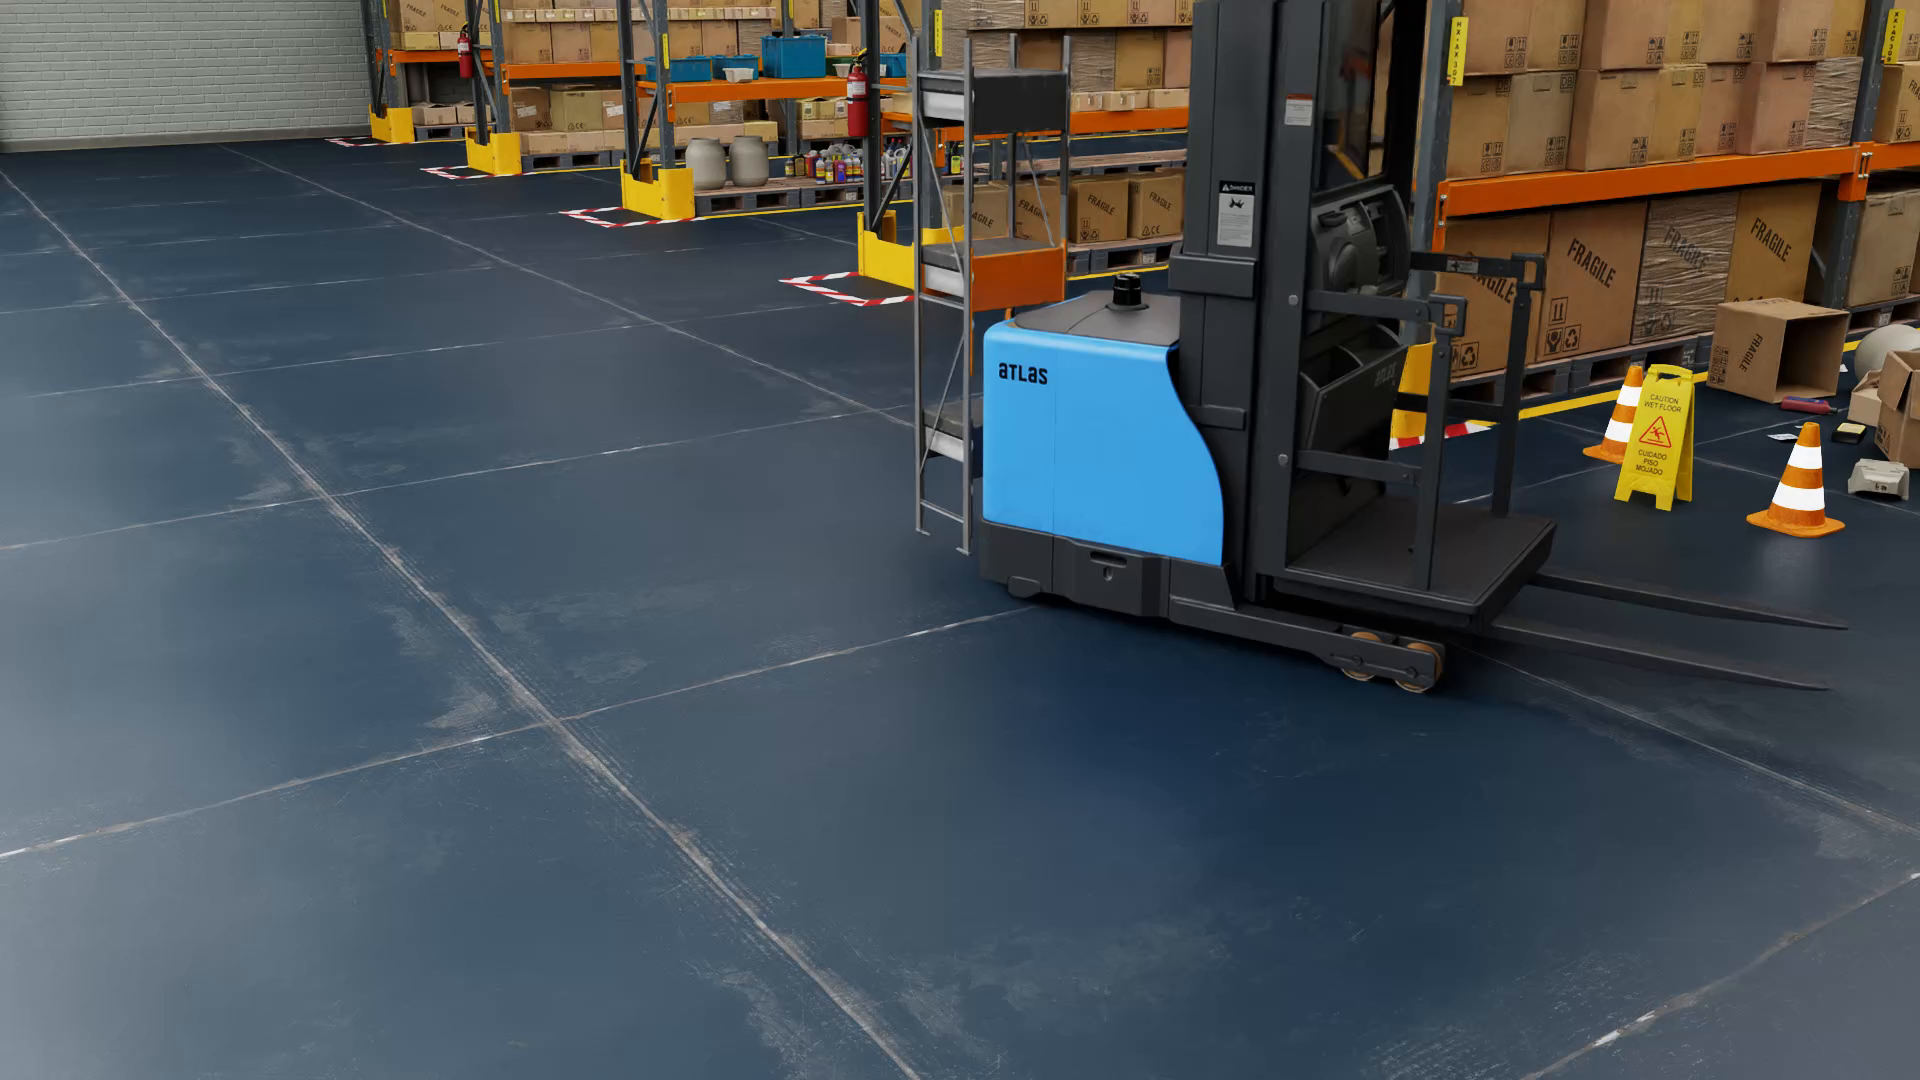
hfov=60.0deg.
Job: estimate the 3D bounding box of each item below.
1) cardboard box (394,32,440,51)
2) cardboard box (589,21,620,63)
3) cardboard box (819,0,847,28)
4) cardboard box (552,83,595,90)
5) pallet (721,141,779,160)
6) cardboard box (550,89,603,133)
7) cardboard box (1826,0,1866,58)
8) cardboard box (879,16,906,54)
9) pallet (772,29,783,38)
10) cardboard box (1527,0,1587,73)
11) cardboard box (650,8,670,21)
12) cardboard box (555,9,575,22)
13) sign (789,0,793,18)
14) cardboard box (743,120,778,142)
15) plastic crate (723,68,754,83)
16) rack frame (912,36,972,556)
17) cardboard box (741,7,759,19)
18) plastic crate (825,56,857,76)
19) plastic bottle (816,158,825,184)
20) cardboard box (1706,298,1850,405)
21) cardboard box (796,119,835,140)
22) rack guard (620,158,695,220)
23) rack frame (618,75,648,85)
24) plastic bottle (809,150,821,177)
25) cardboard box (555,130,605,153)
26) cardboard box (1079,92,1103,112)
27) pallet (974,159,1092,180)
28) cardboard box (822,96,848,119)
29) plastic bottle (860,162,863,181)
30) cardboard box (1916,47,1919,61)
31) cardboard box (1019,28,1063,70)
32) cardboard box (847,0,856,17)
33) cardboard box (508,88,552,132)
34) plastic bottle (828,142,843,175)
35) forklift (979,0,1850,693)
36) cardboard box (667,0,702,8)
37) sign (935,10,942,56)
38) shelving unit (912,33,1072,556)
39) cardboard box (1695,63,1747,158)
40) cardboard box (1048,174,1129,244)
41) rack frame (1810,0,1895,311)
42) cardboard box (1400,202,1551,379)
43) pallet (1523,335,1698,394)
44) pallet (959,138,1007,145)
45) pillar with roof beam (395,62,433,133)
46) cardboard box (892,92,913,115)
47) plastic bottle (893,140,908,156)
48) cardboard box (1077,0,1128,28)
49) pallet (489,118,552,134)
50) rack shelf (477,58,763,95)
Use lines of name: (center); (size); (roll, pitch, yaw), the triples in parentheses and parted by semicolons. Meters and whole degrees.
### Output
cardboard box: (-8.051, -7.400, 24.654); (0.500, 0.250, 0.500); (-13, 22, -33)
cardboard box: (-4.655, -6.442, 21.461); (0.500, 0.500, 0.700); (-12, 22, -31)
cardboard box: (-2.339, -9.040, 28.459); (0.500, 0.500, 0.700); (-15, 24, -38)
cardboard box: (-6.137, -6.996, 26.471); (0.500, 0.500, 0.500); (-14, 23, -35)
pallet: (-3.252, -5.391, 22.862); (1.213, 0.211, 1.003); (-12, 22, -31)
cardboard box: (-4.919, -5.512, 21.331); (0.500, 0.500, 0.500); (-12, 22, -31)
cardboard box: (5.197, -3.373, 10.618); (0.550, 0.550, 0.875); (-12, 22, -31)
cardboard box: (-1.056, -7.200, 23.703); (0.500, 0.500, 0.500); (-12, 22, -31)
pallet: (-3.582, -8.419, 27.765); (1.213, 0.211, 1.003); (-12, 22, -31)
cardboard box: (2.923, -2.901, 9.221); (0.550, 0.550, 0.875); (-12, 22, -31)
cardboard box: (-3.955, -6.820, 21.564); (0.250, 0.149, 0.380); (-11, 22, -30)
cardboard box: (-5.031, -6.593, 20.895); (0.250, 0.149, 0.380); (-12, 22, -31)
sign: (-2.258, -7.140, 22.207); (0.005, 0.325, 0.100); (-12, 22, -31)
cardboard box: (-2.832, -5.597, 22.755); (0.500, 0.250, 0.500); (-12, 22, -31)
plastic crate: (-2.260, -4.758, 17.045); (0.250, 0.136, 0.298); (-12, 22, -31)
rack frame: (-0.074, -0.981, 6.867); (0.015, 2.100, 0.400); (-12, 22, -33)
cardboard box: (-2.882, -7.047, 22.238); (0.250, 0.149, 0.380); (-12, 22, -33)
plastic crate: (-1.133, -5.251, 18.426); (0.662, 0.188, 0.450); (-12, 22, -31)
plastic bottle: (-1.499, -3.963, 17.856); (0.097, 0.271, 0.097); (0, 19, 0)
cardboard box: (4.792, -1.115, 9.759); (0.500, 0.500, 0.500); (-8, 20, -22)
cardboard box: (-2.092, -5.742, 23.184); (0.500, 0.250, 0.500); (-13, 22, -33)
rack guard: (-3.147, -3.653, 17.269); (0.348, 0.500, 1.175); (-12, 22, -31)
rack frame: (-5.292, -8.165, 26.714); (0.127, 3.000, 1.000); (-12, 22, -31)
plastic bottle: (-1.607, -4.182, 18.486); (0.133, 0.283, 0.061); (-12, 22, -31)
cardboard box: (-4.920, -5.157, 21.452); (0.500, 0.250, 0.500); (-12, 22, -31)
cardboard box: (0.949, -3.575, 13.530); (0.250, 0.149, 0.380); (-12, 22, -31)
pallet: (0.791, -4.343, 19.762); (1.213, 0.211, 1.003); (-12, 22, -31)
cardboard box: (-1.662, -6.096, 23.355); (0.500, 0.311, 0.500); (-12, 22, -32)
plastic bottle: (-1.046, -4.025, 18.150); (0.097, 0.201, 0.097); (0, 19, 0)
cardboard box: (6.364, -3.547, 11.337); (0.500, 0.500, 0.700); (-12, 22, -32)
cardboard box: (0.366, -3.884, 13.429); (0.500, 0.500, 0.875); (-12, 22, -31)
cardboard box: (-1.702, -9.221, 29.186); (0.500, 0.500, 0.500); (-12, 22, -31)
cardboard box: (-5.621, -5.562, 21.480); (0.500, 0.500, 0.500); (-12, 22, -31)
plastic bottle: (-1.414, -4.297, 18.720); (0.185, 0.351, 0.144); (-11, 22, -29)
forklift: (1.596, -1.060, 5.804); (3.031, 2.935, 1.130); (11, 22, 30)
cardboard box: (-3.772, -7.246, 21.812); (0.500, 0.500, 0.700); (-12, 22, -31)
sign: (-0.162, -3.751, 12.305); (0.005, 0.325, 0.100); (-12, 22, -31)
shelving unit: (0.127, -1.025, 6.999); (0.503, 2.100, 0.431); (-12, 22, -33)
cardboard box: (4.260, -2.682, 10.262); (0.550, 0.550, 0.875); (-12, 22, -31)
cardboard box: (1.084, -2.826, 14.168); (0.500, 0.500, 0.500); (-10, 21, -26)
rack frame: (5.524, -2.846, 10.980); (0.127, 3.000, 1.000); (-12, 22, -31)
cardboard box: (2.713, -1.471, 9.575); (0.875, 0.875, 0.875); (-12, 22, -31)
pallet: (3.826, -1.196, 10.453); (1.213, 0.211, 1.003); (-12, 22, -31)
pallet: (0.067, -6.090, 24.929); (1.213, 0.211, 1.003); (-12, 22, -31)
pillar with roof beam: (-6.156, -9.506, 21.312); (0.400, 9.000, 9.100); (-12, 22, -31)
cardboard box: (-0.336, -3.473, 13.225); (0.250, 0.149, 0.380); (-12, 22, -31)
plastic bottle: (-0.667, -4.399, 19.023); (0.185, 0.351, 0.144); (-12, 22, -31)
cardboard box: (0.987, -4.347, 13.237); (0.500, 0.500, 0.500); (-12, 22, -31)
pallet: (-6.854, -6.500, 26.143); (1.213, 0.211, 1.003); (-12, 22, -31)
rack shelf: (-4.235, -6.148, 21.870); (4.000, 0.370, 1.077); (-12, 22, -31)
